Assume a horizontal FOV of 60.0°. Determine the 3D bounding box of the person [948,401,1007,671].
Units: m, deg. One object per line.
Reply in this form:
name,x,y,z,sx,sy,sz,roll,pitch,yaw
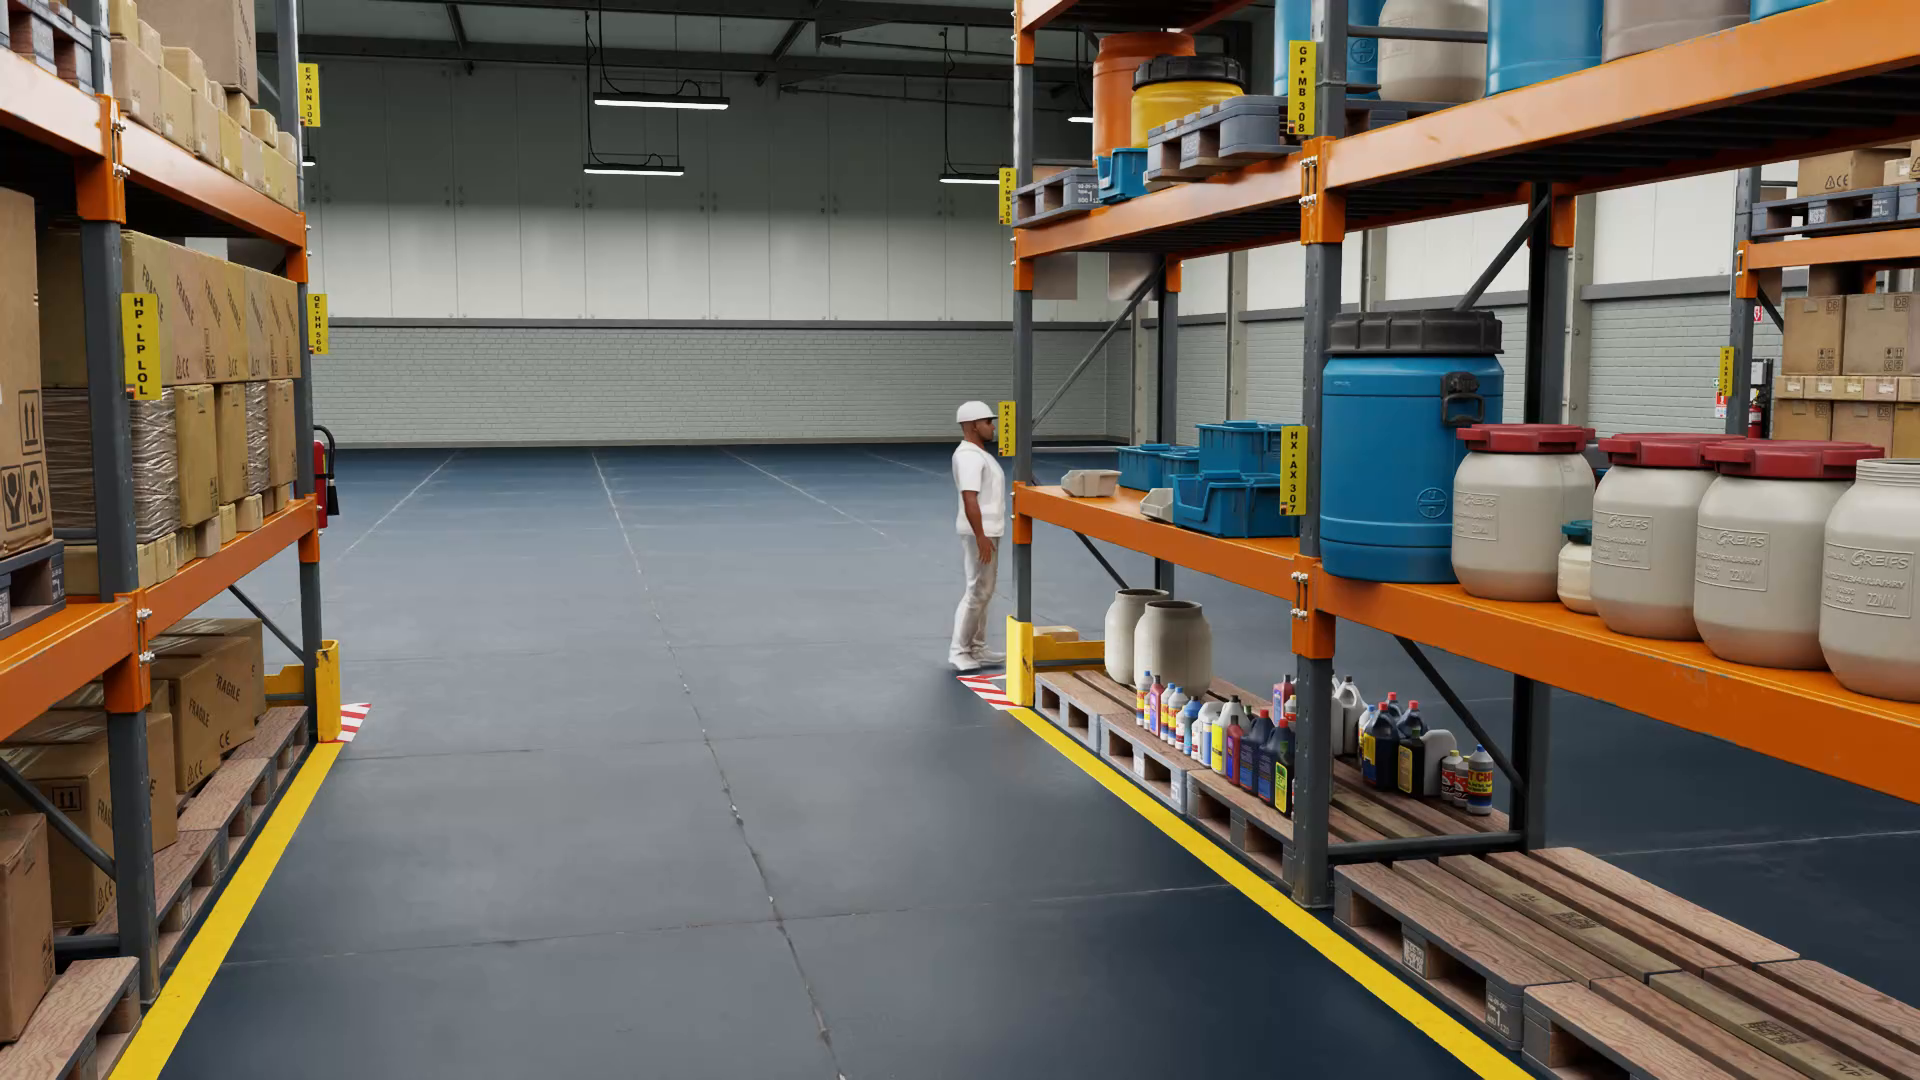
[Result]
person,0.124,-0.036,11.059,0.405,1.768,0.623,0,6,4
